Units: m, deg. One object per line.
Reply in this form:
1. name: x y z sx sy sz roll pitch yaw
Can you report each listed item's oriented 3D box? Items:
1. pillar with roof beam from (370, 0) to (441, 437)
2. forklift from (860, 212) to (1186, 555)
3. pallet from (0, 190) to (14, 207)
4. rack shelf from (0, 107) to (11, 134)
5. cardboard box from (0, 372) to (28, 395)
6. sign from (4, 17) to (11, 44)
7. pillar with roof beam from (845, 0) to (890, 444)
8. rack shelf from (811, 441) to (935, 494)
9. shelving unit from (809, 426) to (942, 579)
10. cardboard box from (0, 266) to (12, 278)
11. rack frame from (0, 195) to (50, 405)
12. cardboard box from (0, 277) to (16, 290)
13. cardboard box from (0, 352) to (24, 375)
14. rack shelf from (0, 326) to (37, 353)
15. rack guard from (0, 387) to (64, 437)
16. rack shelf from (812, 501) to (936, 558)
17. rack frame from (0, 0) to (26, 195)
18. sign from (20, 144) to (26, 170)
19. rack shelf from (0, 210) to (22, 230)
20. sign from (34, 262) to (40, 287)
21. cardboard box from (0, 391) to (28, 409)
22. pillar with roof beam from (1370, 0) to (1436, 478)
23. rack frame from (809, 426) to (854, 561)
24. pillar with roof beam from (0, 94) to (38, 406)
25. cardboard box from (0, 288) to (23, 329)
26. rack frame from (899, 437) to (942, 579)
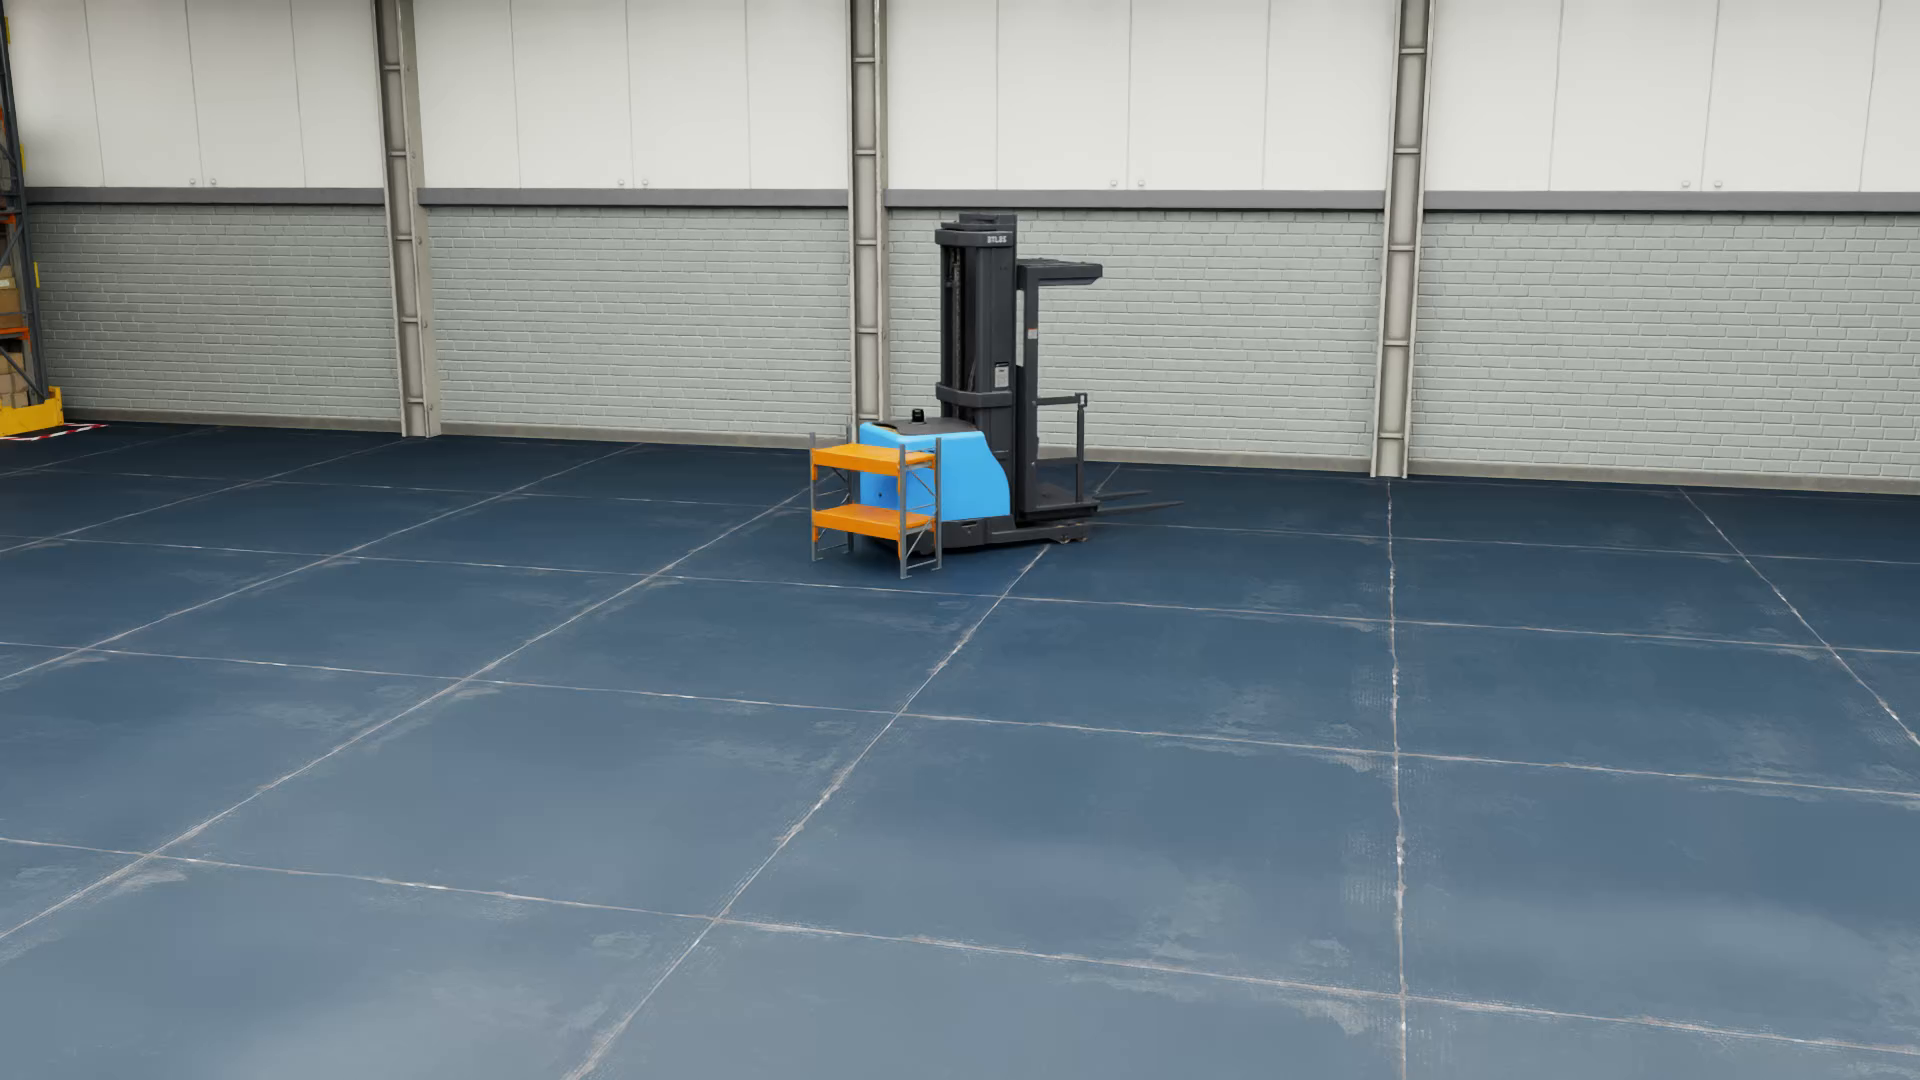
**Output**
1. pillar with roof beam: -7.917 -4.832 16.236 0.400 9.000 9.100 3 13 14
2. forklift: 0.636 -1.494 15.202 3.031 2.935 1.130 -6 14 -25
3. pallet: -12.931 -4.357 21.227 1.213 0.211 1.003 3 13 14
4. rack shelf: -14.193 -5.380 21.292 4.000 0.370 1.077 3 13 14
5. cardboard box: -12.658 -2.069 21.858 0.500 0.250 0.500 3 13 15
6. sign: -12.112 -6.473 21.109 0.005 0.325 0.100 3 13 14
7. pillar with roof beam: -2.092 -4.520 14.833 0.400 9.000 9.100 3 13 14
8. rack shelf: -0.721 -0.625 14.101 1.000 0.278 0.538 10 16 38
9. shelving unit: -0.721 -0.339 14.165 1.048 1.125 0.538 10 16 38
10. cardboard box: -12.526 -3.467 21.521 0.250 0.149 0.380 3 13 12
11. rack frame: -12.251 -2.894 21.353 0.127 3.000 1.000 3 13 14
12. cardboard box: -12.518 -3.332 21.597 0.250 0.149 0.380 3 13 12
13. cardboard box: -12.672 -2.310 21.789 0.500 0.250 0.500 3 13 13
14. rack shelf: -14.193 -2.647 21.899 4.000 0.370 1.077 3 13 14
15. rack guard: -12.228 -1.672 21.618 0.348 0.500 1.175 3 13 14
16. rack shelf: -0.721 -0.100 14.218 1.000 0.278 0.538 10 16 38
17. rack frame: -12.251 -5.823 20.703 0.127 3.000 1.000 3 13 14
18. sign: -12.112 -4.940 21.449 0.005 0.325 0.100 3 13 14
19. rack shelf: -14.193 -4.111 21.574 4.000 0.370 1.077 3 13 14
20. sign: -12.112 -3.472 21.775 0.005 0.325 0.100 3 13 14
21. cardboard box: -12.681 -1.823 21.905 0.500 0.250 0.500 3 13 14
22. pillar with roof beam: 3.733 -4.209 13.429 0.400 9.000 9.100 3 13 14
23. rack frame: -1.115 -0.408 14.478 0.032 1.125 0.500 10 16 38
24. pillar with roof beam: -13.742 -5.143 17.640 0.400 9.000 9.100 3 13 14
25. cardboard box: -12.665 -3.027 21.721 0.500 0.500 0.500 3 13 15
26. rack frame: -0.326 -0.270 13.852 0.032 1.125 0.500 10 16 38
